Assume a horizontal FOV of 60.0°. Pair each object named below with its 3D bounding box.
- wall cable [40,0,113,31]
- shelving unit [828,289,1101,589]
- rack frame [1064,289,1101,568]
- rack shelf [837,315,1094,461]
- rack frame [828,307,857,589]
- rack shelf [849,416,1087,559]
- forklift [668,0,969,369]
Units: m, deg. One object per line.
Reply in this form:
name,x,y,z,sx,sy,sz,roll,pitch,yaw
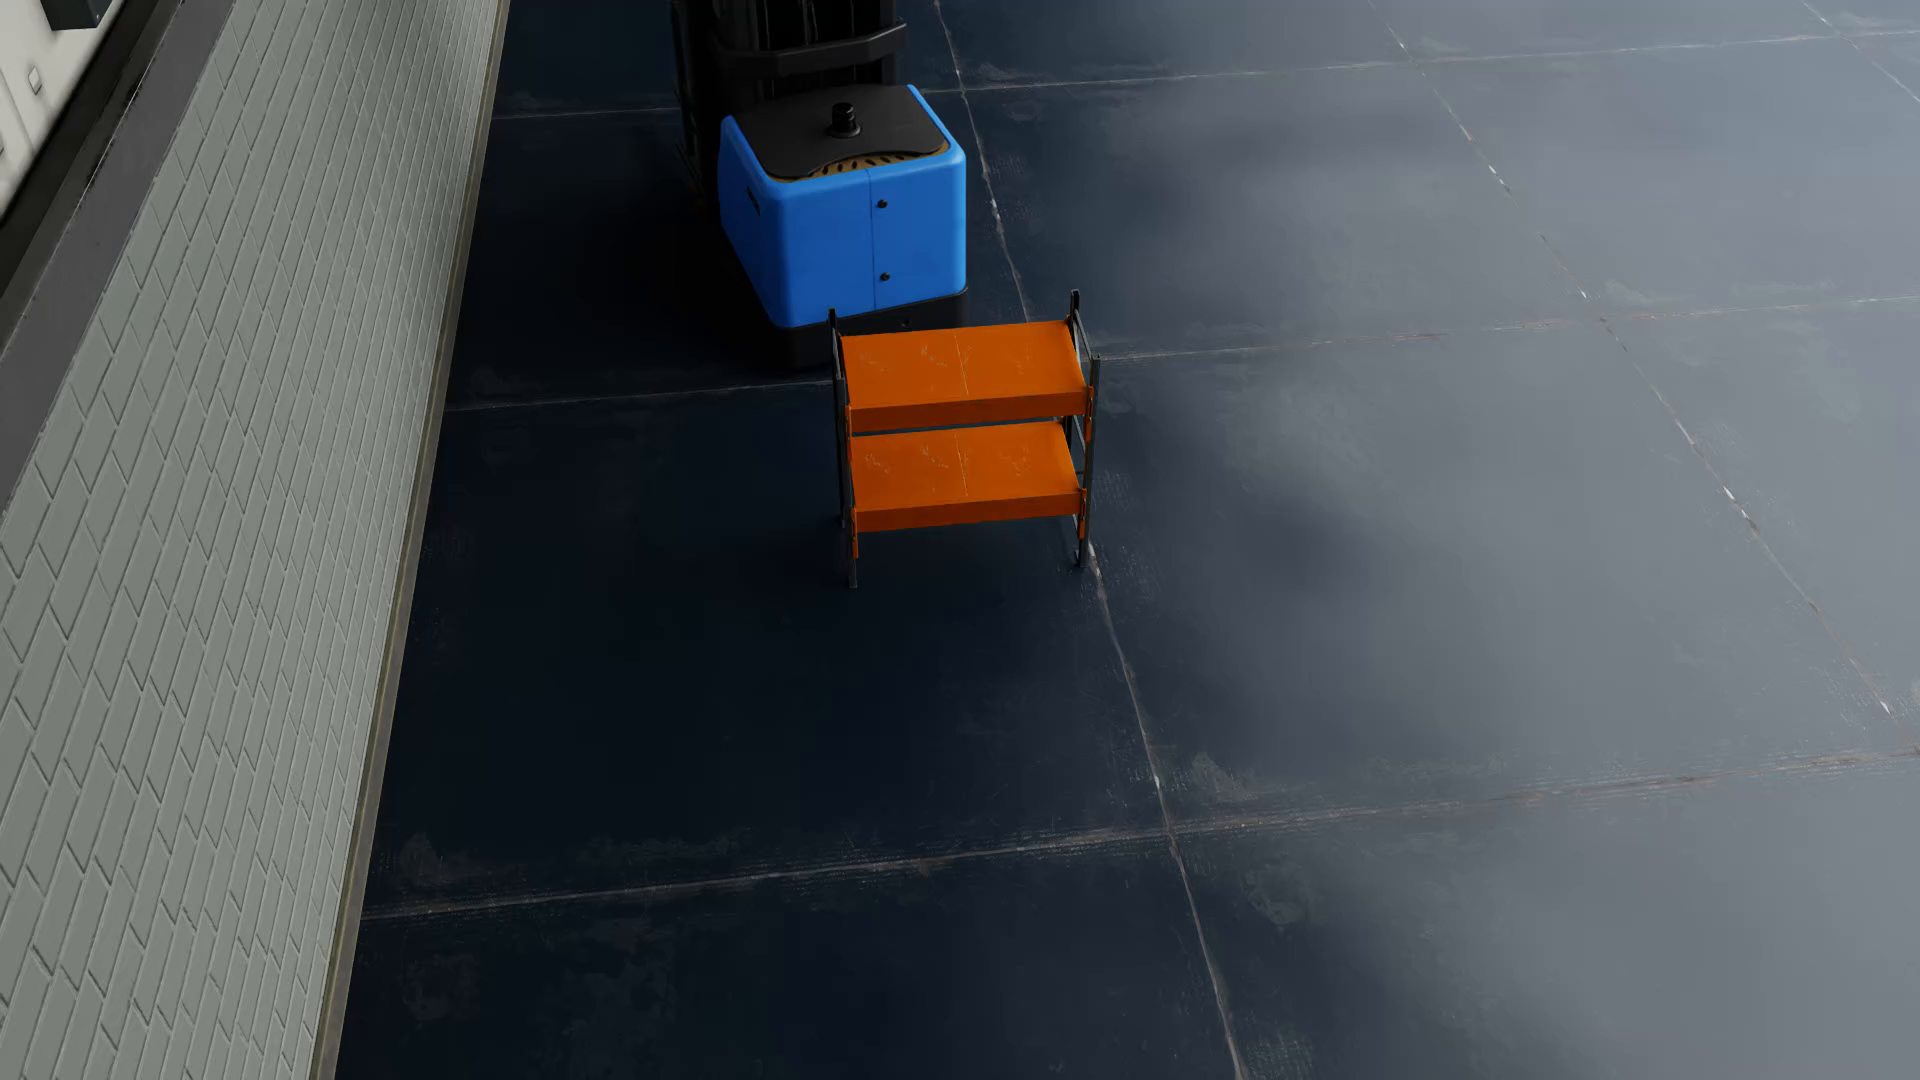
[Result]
wall cable,-2.303,-4.246,2.915,0.169,6.003,2.305,-5,42,-6
shelving unit,0.007,-0.418,7.089,1.048,1.125,0.538,-5,42,-6
rack frame,0.511,-0.462,7.138,0.032,1.125,0.500,-5,42,-6
rack shelf,0.007,-0.636,6.893,1.000,0.278,0.538,-5,42,-6
rack frame,-0.497,-0.374,7.040,0.032,1.125,0.500,-5,42,-6
rack shelf,0.007,-0.237,7.253,1.000,0.278,0.538,-5,42,-6
forklift,-0.952,-2.939,8.535,1.130,2.935,3.031,-14,44,-15
